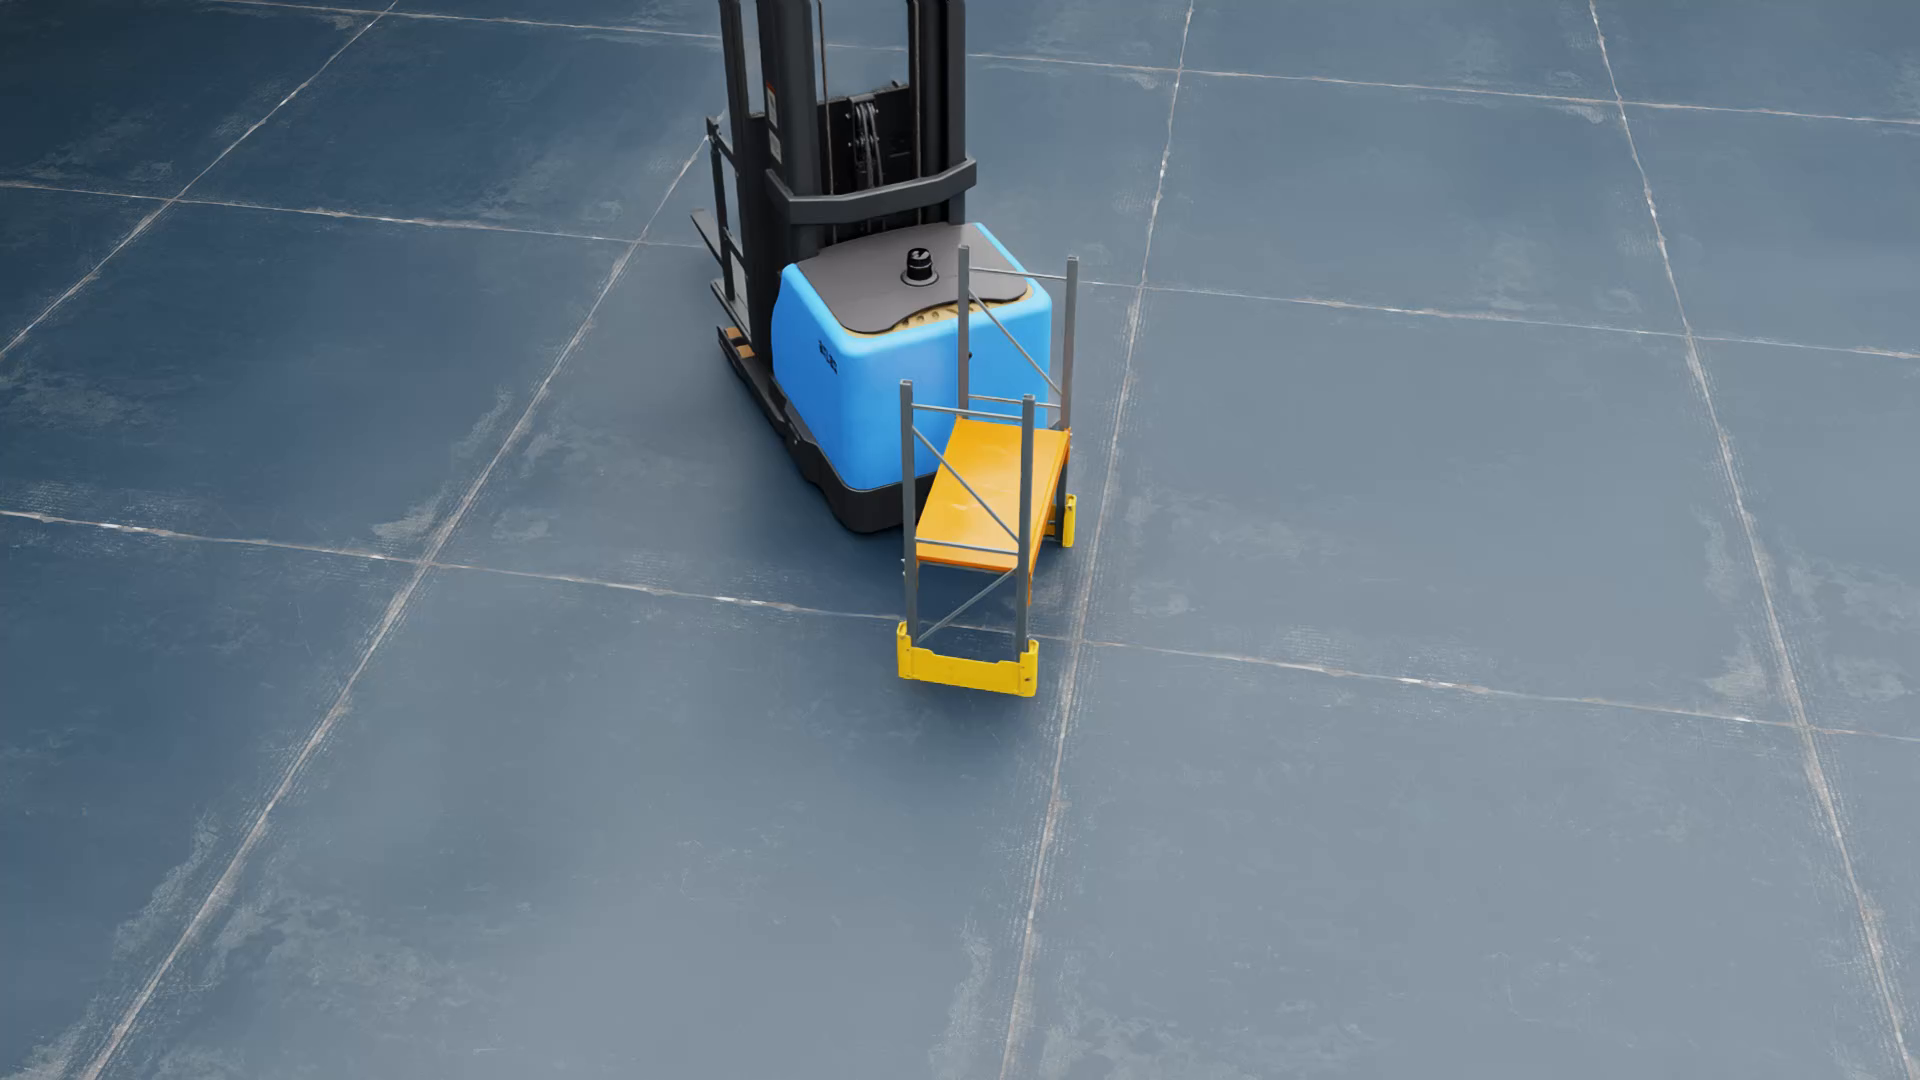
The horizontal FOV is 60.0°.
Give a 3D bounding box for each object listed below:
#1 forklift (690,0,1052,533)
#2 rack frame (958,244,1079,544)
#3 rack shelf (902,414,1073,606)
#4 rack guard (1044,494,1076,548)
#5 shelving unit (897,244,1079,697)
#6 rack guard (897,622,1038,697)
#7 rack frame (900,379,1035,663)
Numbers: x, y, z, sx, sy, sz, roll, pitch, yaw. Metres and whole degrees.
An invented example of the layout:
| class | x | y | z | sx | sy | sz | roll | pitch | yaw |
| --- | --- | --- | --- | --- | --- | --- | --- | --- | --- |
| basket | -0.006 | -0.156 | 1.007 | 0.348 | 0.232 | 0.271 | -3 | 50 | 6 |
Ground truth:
| class | x | y | z | sx | sy | sz | roll | pitch | yaw |
| --- | --- | --- | --- | --- | --- | --- | --- | --- | --- |
| forklift | -0.644 | -2.102 | 7.992 | 1.130 | 2.935 | 3.031 | -16 | 42 | -19 |
| rack frame | 0.238 | -0.604 | 7.303 | 0.500 | 1.500 | 0.032 | 8 | 40 | 9 |
| rack shelf | 0.132 | -0.148 | 7.035 | 0.538 | 0.185 | 1.000 | 8 | 40 | 9 |
| rack guard | 0.238 | -0.121 | 7.700 | 0.587 | 0.250 | 0.087 | 8 | 40 | 9 |
| shelving unit | 0.134 | -0.293 | 6.927 | 0.587 | 1.500 | 1.083 | 8 | 40 | 9 |
| rack guard | 0.030 | 0.499 | 6.950 | 0.587 | 0.250 | 0.087 | 8 | 40 | 9 |
| rack frame | 0.026 | 0.030 | 6.537 | 0.500 | 1.500 | 0.032 | 8 | 40 | 9 |
